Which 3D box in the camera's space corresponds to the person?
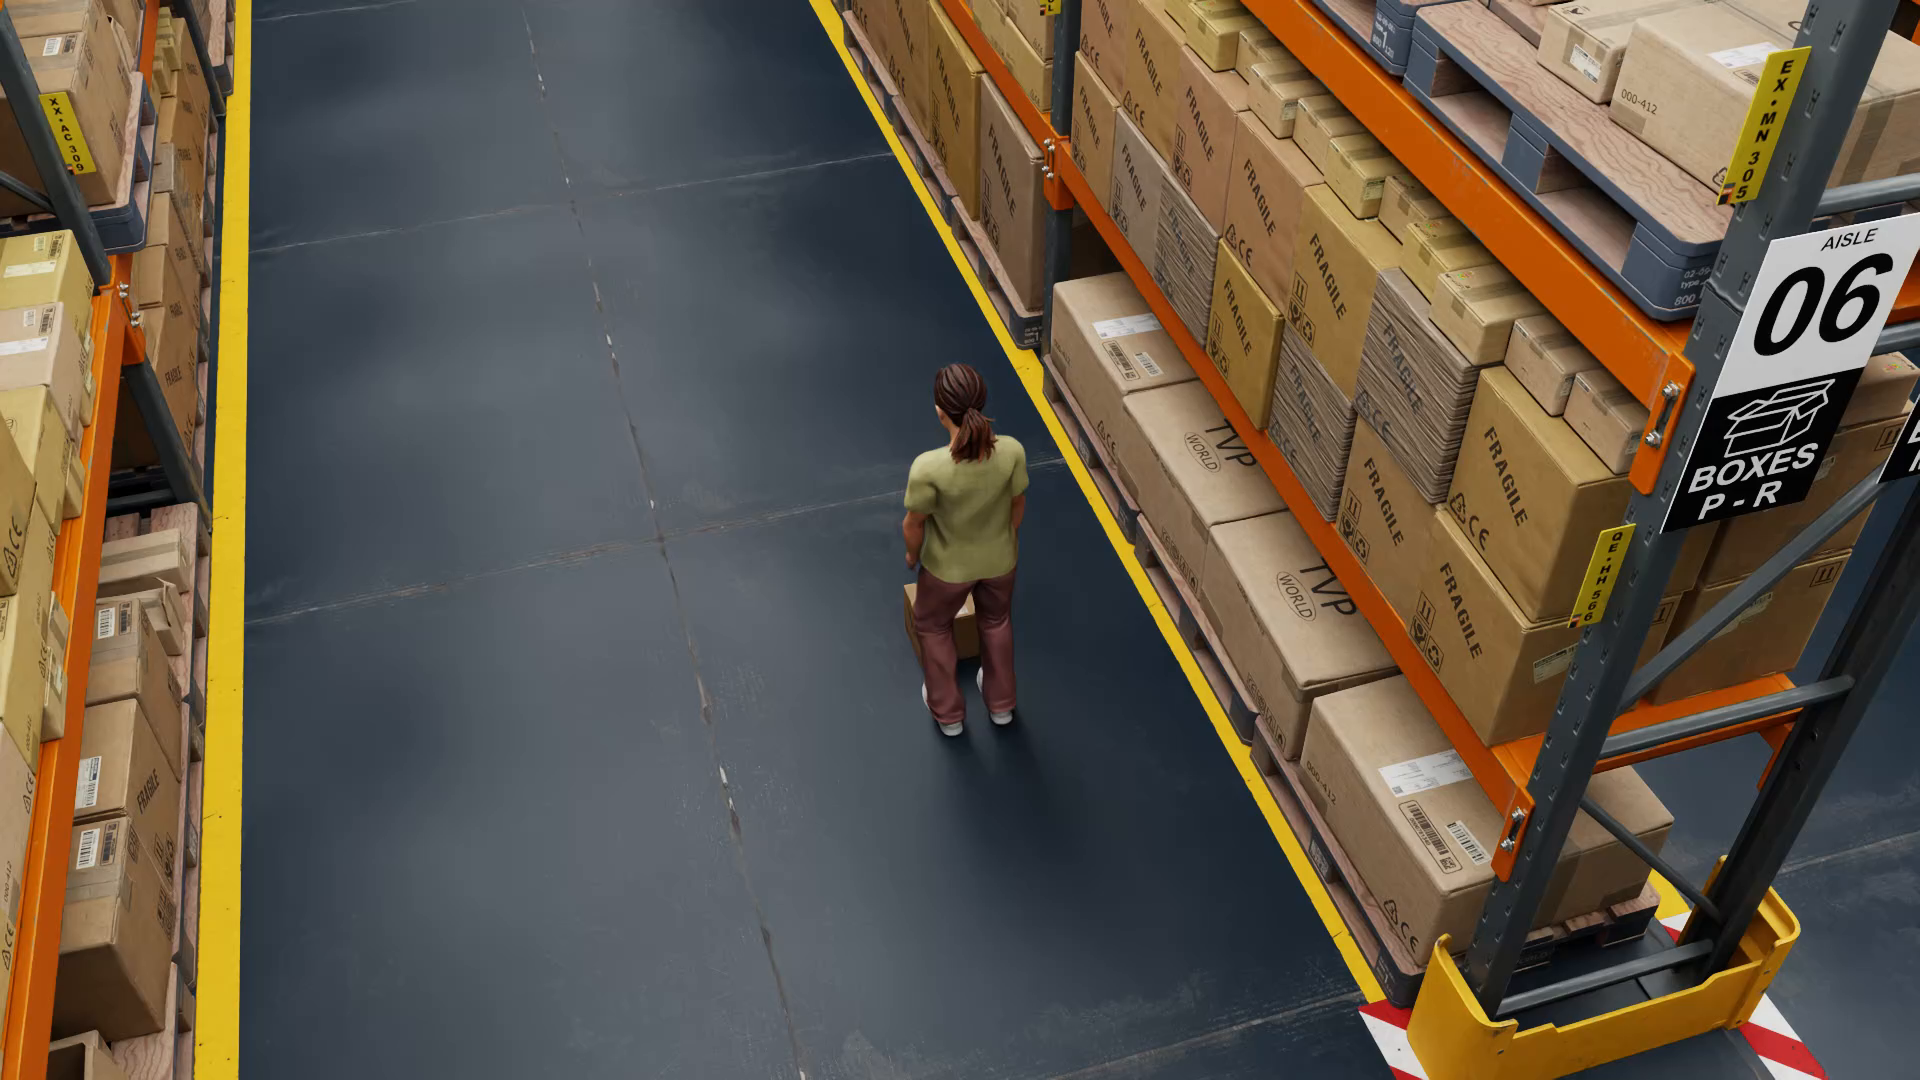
[{"bbox_3d":[0.013,0.072,6.104,0.458,1.659,0.351,-11,44,-12],"label":"person"}]
